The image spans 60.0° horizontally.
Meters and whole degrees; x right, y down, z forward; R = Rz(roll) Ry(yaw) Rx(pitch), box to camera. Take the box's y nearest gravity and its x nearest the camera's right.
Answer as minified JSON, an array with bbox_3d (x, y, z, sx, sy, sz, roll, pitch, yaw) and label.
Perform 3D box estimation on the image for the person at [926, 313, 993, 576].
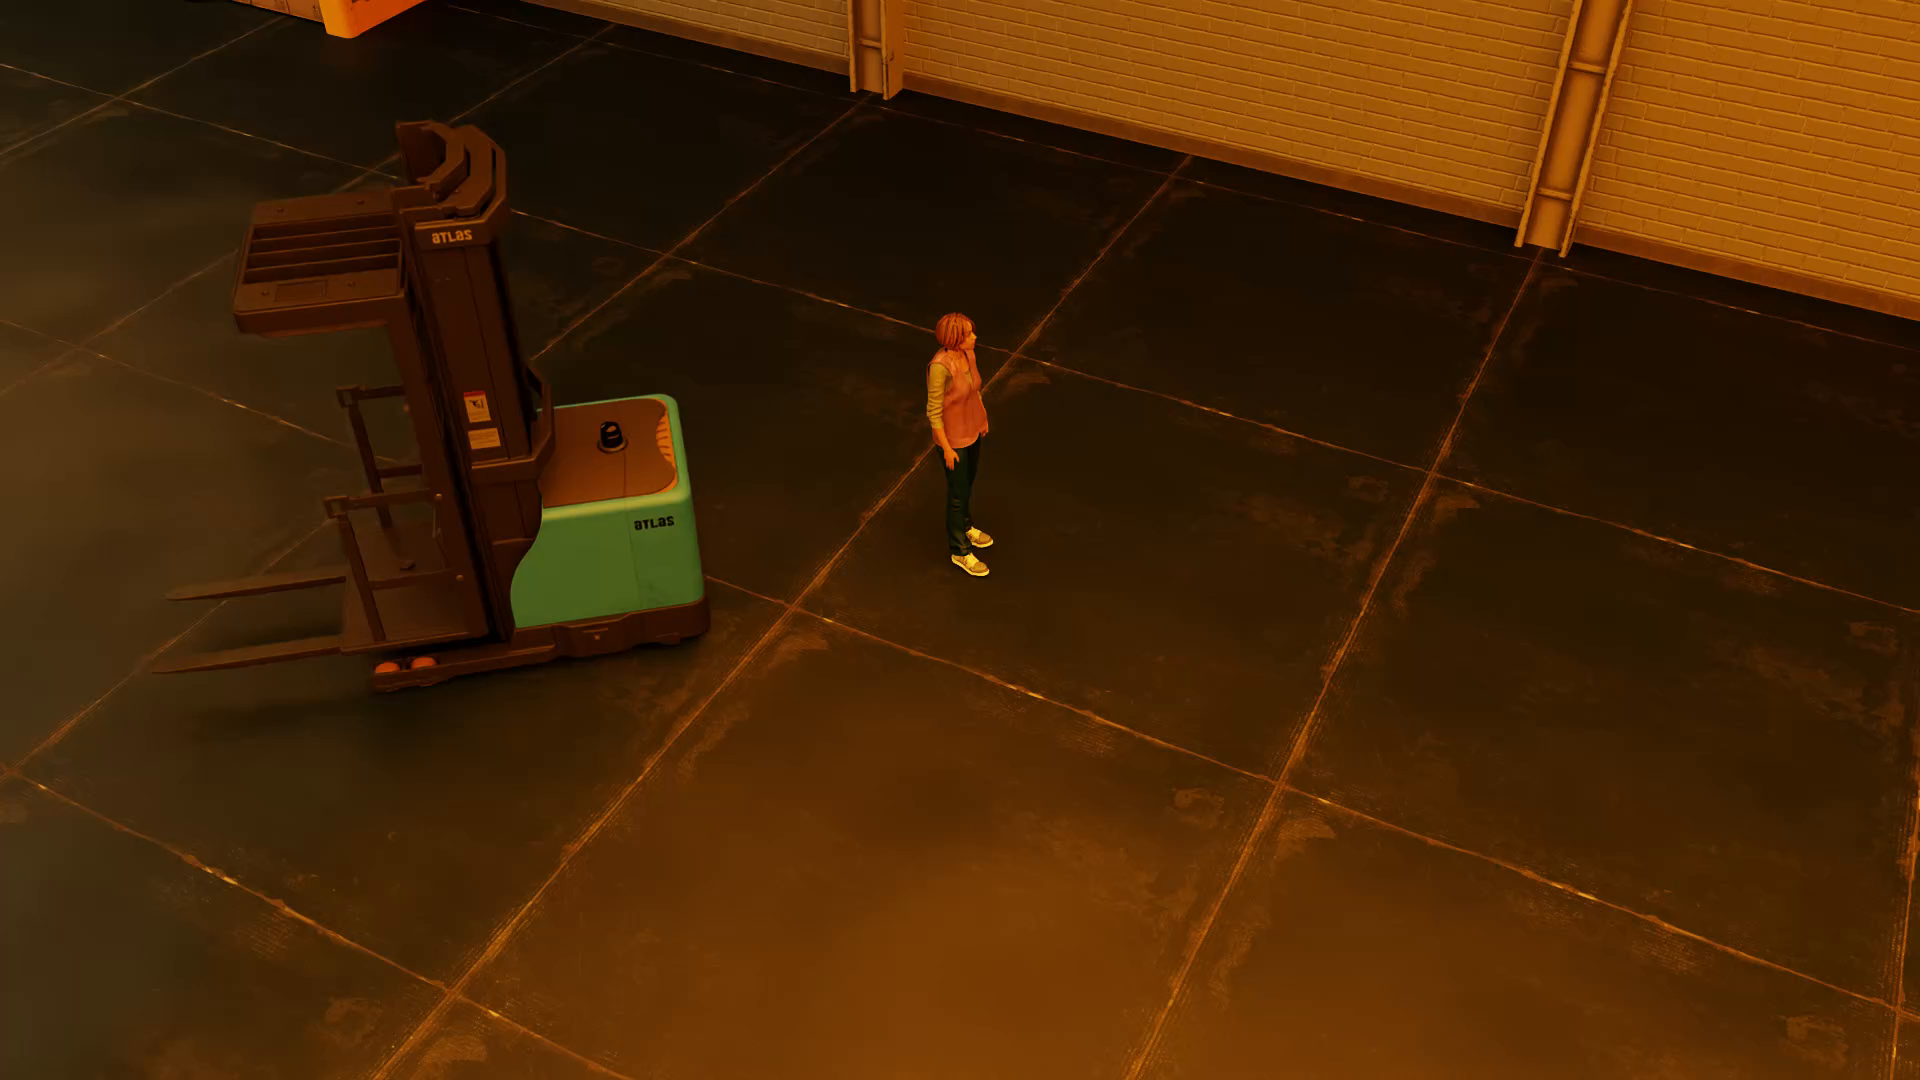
[{"bbox_3d":[0.059,-0.586,9.707,0.476,1.596,0.520,18,43,21],"label":"person"}]

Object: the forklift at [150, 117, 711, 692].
[{"bbox_3d":[-3.008,-0.651,8.759,3.031,2.935,1.130,-8,41,-10],"label":"forklift"}]
